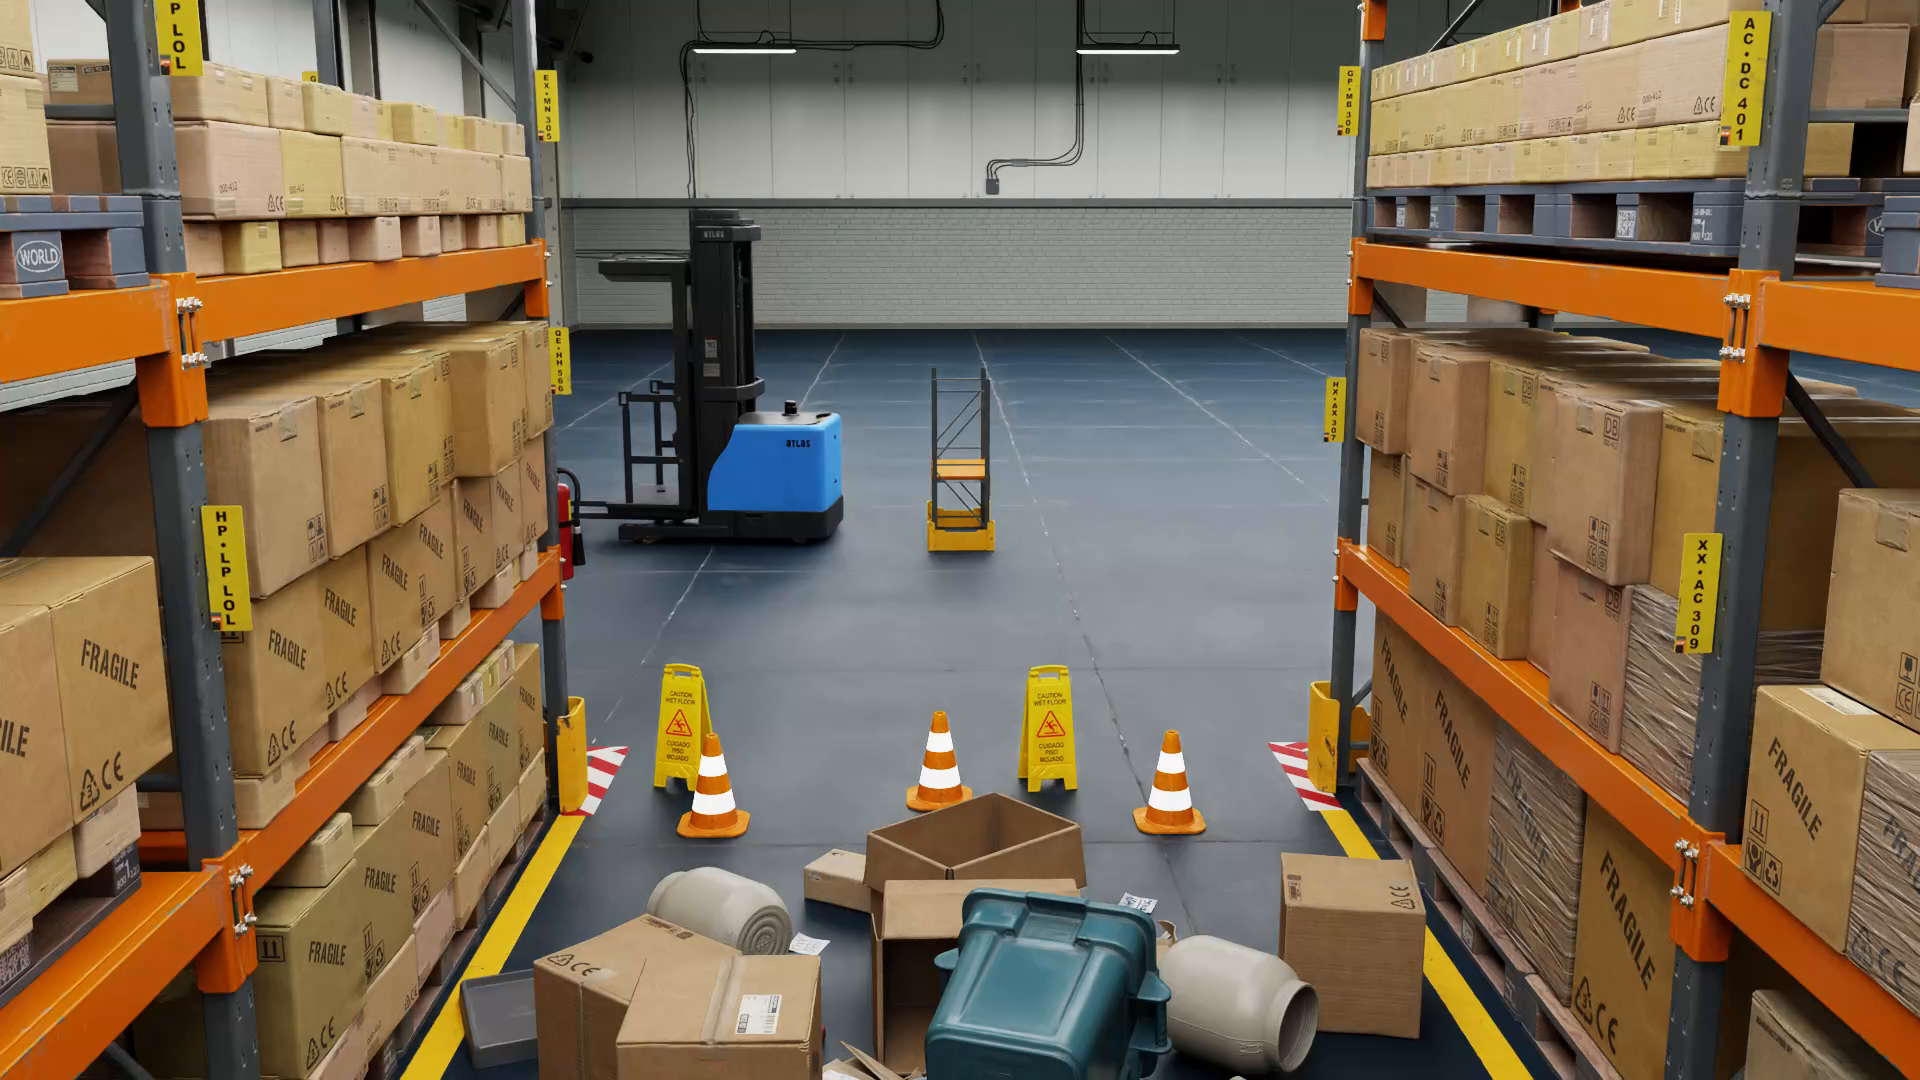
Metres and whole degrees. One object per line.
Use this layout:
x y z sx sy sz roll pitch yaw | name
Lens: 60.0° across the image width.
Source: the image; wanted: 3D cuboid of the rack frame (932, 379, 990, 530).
0.009 -0.651 14.495 0.500 1.500 0.032 0 11 -1 | rack frame

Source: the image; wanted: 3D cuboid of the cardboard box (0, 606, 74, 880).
-2.174 0.433 3.325 0.500 0.500 0.500 0 11 -1 | cardboard box

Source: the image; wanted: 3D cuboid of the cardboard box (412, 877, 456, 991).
-2.202 1.456 6.198 0.500 0.250 0.500 0 11 -2 | cardboard box

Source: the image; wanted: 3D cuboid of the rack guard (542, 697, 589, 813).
-2.505 1.089 8.434 1.175 0.500 0.348 0 11 -1 | rack guard

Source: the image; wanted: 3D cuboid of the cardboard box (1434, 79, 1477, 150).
2.216 -1.690 6.624 0.500 0.250 0.500 0 11 -2 | cardboard box

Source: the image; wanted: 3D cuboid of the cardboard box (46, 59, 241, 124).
-2.104 -1.158 4.303 0.380 0.149 0.250 0 11 -2 | cardboard box

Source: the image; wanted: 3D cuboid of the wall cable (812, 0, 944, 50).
-1.916 -12.689 38.638 3.097 2.526 0.112 0 11 -1 | wall cable

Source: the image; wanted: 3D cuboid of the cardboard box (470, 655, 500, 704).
-2.153 0.586 6.968 0.380 0.149 0.250 0 11 0 | cardboard box

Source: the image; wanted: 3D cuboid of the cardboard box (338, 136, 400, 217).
-2.177 -1.189 5.460 0.500 0.250 0.500 0 11 -1 | cardboard box

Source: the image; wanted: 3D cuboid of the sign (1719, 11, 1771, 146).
1.968 -1.156 4.169 0.100 0.325 0.005 0 11 -1 | sign

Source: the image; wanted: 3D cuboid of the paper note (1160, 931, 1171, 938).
0.859 1.646 6.919 0.032 0.001 0.123 6 13 28 | paper note

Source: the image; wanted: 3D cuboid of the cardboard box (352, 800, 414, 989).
-2.189 1.193 5.605 0.500 0.500 0.500 0 11 1 | cardboard box

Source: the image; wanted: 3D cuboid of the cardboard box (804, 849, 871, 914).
-0.460 1.498 7.300 0.380 0.149 0.250 6 13 28 | cardboard box

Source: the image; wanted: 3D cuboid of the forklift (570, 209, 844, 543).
-2.647 -1.510 15.130 3.031 2.935 1.130 1 12 6 | forklift

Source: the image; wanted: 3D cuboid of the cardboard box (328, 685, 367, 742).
-2.173 0.551 5.430 0.380 0.149 0.250 0 11 1 | cardboard box

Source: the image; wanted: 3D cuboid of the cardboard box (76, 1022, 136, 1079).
-2.705 1.302 5.072 0.500 0.500 0.500 0 11 -2 | cardboard box

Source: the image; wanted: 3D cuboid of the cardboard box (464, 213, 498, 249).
-2.210 -1.326 7.138 0.380 0.149 0.250 0 11 1 | cardboard box

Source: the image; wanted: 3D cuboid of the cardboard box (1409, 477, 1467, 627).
2.412 0.030 6.992 0.875 0.550 0.550 0 11 -1 | cardboard box

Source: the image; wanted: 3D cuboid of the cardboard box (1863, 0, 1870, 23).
2.844 -1.564 4.997 0.380 0.149 0.250 0 11 -2 | cardboard box

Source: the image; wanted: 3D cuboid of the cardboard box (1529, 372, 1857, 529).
2.548 -0.289 5.848 0.875 0.550 0.550 0 11 -1 | cardboard box

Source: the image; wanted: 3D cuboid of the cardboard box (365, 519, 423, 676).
-2.185 0.161 5.721 0.500 0.500 0.500 0 11 -2 | cardboard box

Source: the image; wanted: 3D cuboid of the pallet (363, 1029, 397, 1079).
-2.473 1.877 5.275 1.003 0.211 1.213 0 11 -1 | pallet

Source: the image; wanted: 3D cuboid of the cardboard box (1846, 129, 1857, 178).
2.844 -1.173 5.076 0.380 0.149 0.250 0 11 -1 | cardboard box

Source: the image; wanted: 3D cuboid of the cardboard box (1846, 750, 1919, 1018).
2.276 0.761 3.514 0.500 0.500 0.500 0 11 -1 | cardboard box

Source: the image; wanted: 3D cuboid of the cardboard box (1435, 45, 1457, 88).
2.149 -1.914 6.725 0.380 0.149 0.250 0 11 -2 | cardboard box

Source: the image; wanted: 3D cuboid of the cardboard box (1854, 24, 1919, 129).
2.793 -1.292 4.660 0.500 0.250 0.500 0 11 -1 | cardboard box

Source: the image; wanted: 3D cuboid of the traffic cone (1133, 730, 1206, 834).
1.031 1.163 8.162 0.336 0.463 0.334 0 11 -1 | traffic cone

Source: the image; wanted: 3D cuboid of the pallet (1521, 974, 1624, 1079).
2.585 1.819 5.564 1.003 0.211 1.213 0 11 -1 | pallet

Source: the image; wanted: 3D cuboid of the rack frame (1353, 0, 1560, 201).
2.440 -3.132 7.862 1.000 3.000 0.127 0 11 -1 | rack frame

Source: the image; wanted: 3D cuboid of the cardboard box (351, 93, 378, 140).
-2.186 -1.416 5.578 0.380 0.149 0.250 0 11 -2 | cardboard box

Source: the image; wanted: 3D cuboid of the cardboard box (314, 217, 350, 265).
-2.210 -0.970 5.384 0.380 0.149 0.250 -1 11 -3 | cardboard box

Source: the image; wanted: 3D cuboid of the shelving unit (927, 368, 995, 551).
-0.002 -0.750 14.985 0.587 1.500 1.083 0 11 -1 | shelving unit

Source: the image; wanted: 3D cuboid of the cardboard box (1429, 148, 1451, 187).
2.148 -1.523 6.802 0.380 0.149 0.250 0 11 -1 | cardboard box

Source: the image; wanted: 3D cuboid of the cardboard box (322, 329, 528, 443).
-2.275 -0.635 7.129 0.700 0.500 0.500 0 11 -1 | cardboard box

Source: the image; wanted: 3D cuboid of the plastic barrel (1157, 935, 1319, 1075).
0.966 1.647 5.876 0.512 0.421 0.421 9 15 38 | plastic barrel

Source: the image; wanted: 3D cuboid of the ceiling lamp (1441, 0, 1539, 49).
10.299 -11.063 32.276 2.000 3.185 0.800 0 11 -1 | ceiling lamp

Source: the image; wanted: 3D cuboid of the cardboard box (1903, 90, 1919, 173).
2.286 -0.934 3.606 0.258 0.266 0.396 0 11 -2 | cardboard box

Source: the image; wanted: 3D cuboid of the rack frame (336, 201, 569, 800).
-2.507 -0.151 8.260 1.000 3.000 0.127 0 11 -1 | rack frame

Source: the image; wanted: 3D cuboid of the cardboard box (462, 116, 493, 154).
-2.214 -1.721 7.079 0.380 0.149 0.250 0 11 -2 | cardboard box

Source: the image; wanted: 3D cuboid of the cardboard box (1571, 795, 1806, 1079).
2.580 1.314 5.327 0.875 0.875 0.875 0 11 0 | cardboard box

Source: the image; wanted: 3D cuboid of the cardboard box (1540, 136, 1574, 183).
2.174 -1.271 5.560 0.380 0.149 0.250 0 11 0 | cardboard box

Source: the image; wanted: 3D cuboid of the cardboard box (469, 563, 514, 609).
-2.150 0.197 7.173 0.380 0.149 0.250 0 11 0 | cardboard box

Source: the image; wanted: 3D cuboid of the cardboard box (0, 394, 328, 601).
-2.216 -0.129 4.637 0.700 0.500 0.500 0 11 -2 | cardboard box

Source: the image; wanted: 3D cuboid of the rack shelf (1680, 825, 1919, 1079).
2.564 1.354 2.651 1.077 0.370 4.000 0 11 -1 | rack shelf

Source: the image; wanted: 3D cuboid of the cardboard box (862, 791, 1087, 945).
0.061 1.411 6.838 0.797 0.503 0.637 -10 15 -40 | cardboard box

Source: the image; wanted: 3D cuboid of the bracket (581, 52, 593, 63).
-8.679 -11.211 38.631 0.235 0.232 0.430 0 11 -1 | bracket

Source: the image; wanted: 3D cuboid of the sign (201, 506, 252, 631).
-1.869 0.074 4.240 0.100 0.325 0.005 0 11 -1 | sign

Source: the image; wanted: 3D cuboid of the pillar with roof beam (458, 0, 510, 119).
-4.548 -7.716 30.462 9.100 9.000 0.548 0 11 -1 | pillar with roof beam

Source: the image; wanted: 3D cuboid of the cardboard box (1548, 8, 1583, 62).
2.175 -1.662 5.480 0.380 0.149 0.250 0 11 -1 | cardboard box
